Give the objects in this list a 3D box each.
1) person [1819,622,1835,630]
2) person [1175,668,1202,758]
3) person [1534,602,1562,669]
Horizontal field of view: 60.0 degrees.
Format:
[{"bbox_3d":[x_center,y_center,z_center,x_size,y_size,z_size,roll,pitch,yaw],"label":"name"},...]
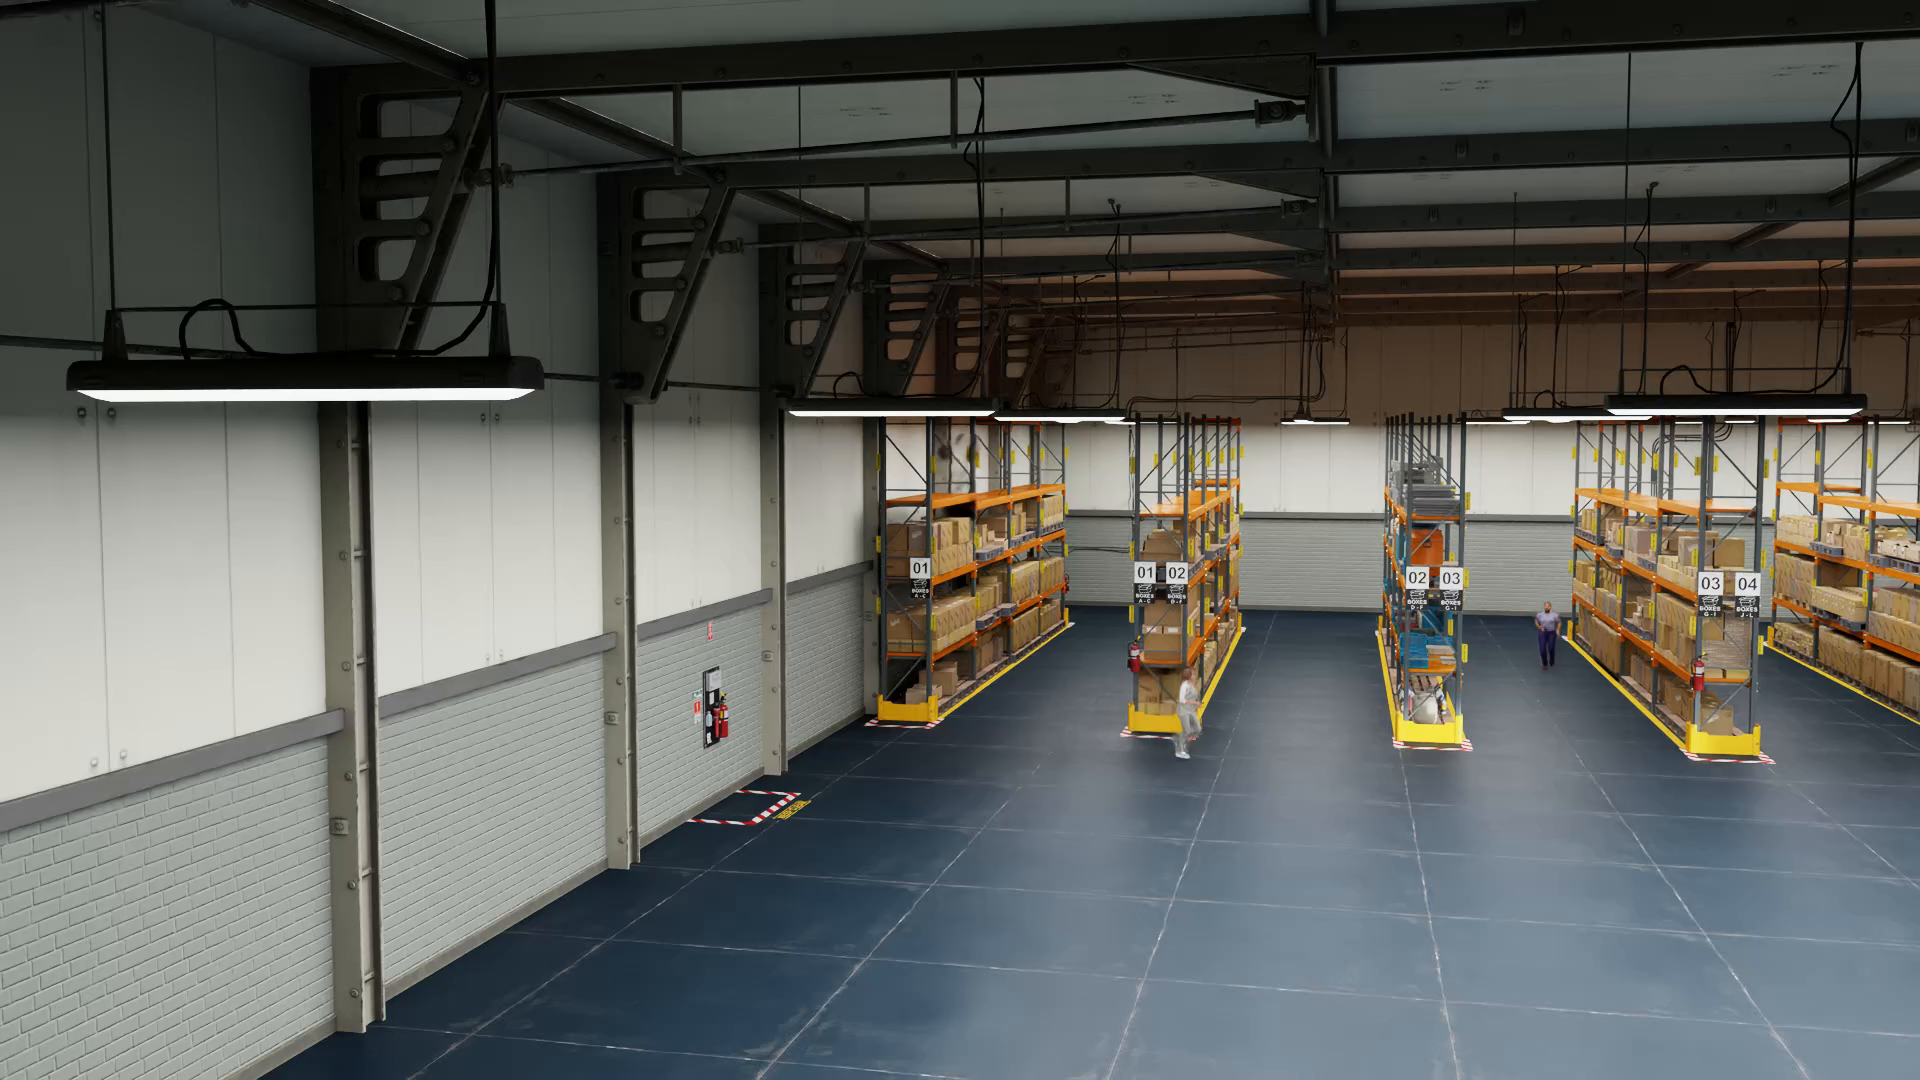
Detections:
[{"bbox_3d":[23.278,1.844,44.816,0.726,1.760,0.634,0,4,-7],"label":"person"},{"bbox_3d":[3.956,2.995,28.724,0.554,1.566,0.519,2,5,31],"label":"person"},{"bbox_3d":[13.886,2.266,39.305,0.600,1.608,0.538,2,4,22],"label":"person"}]
